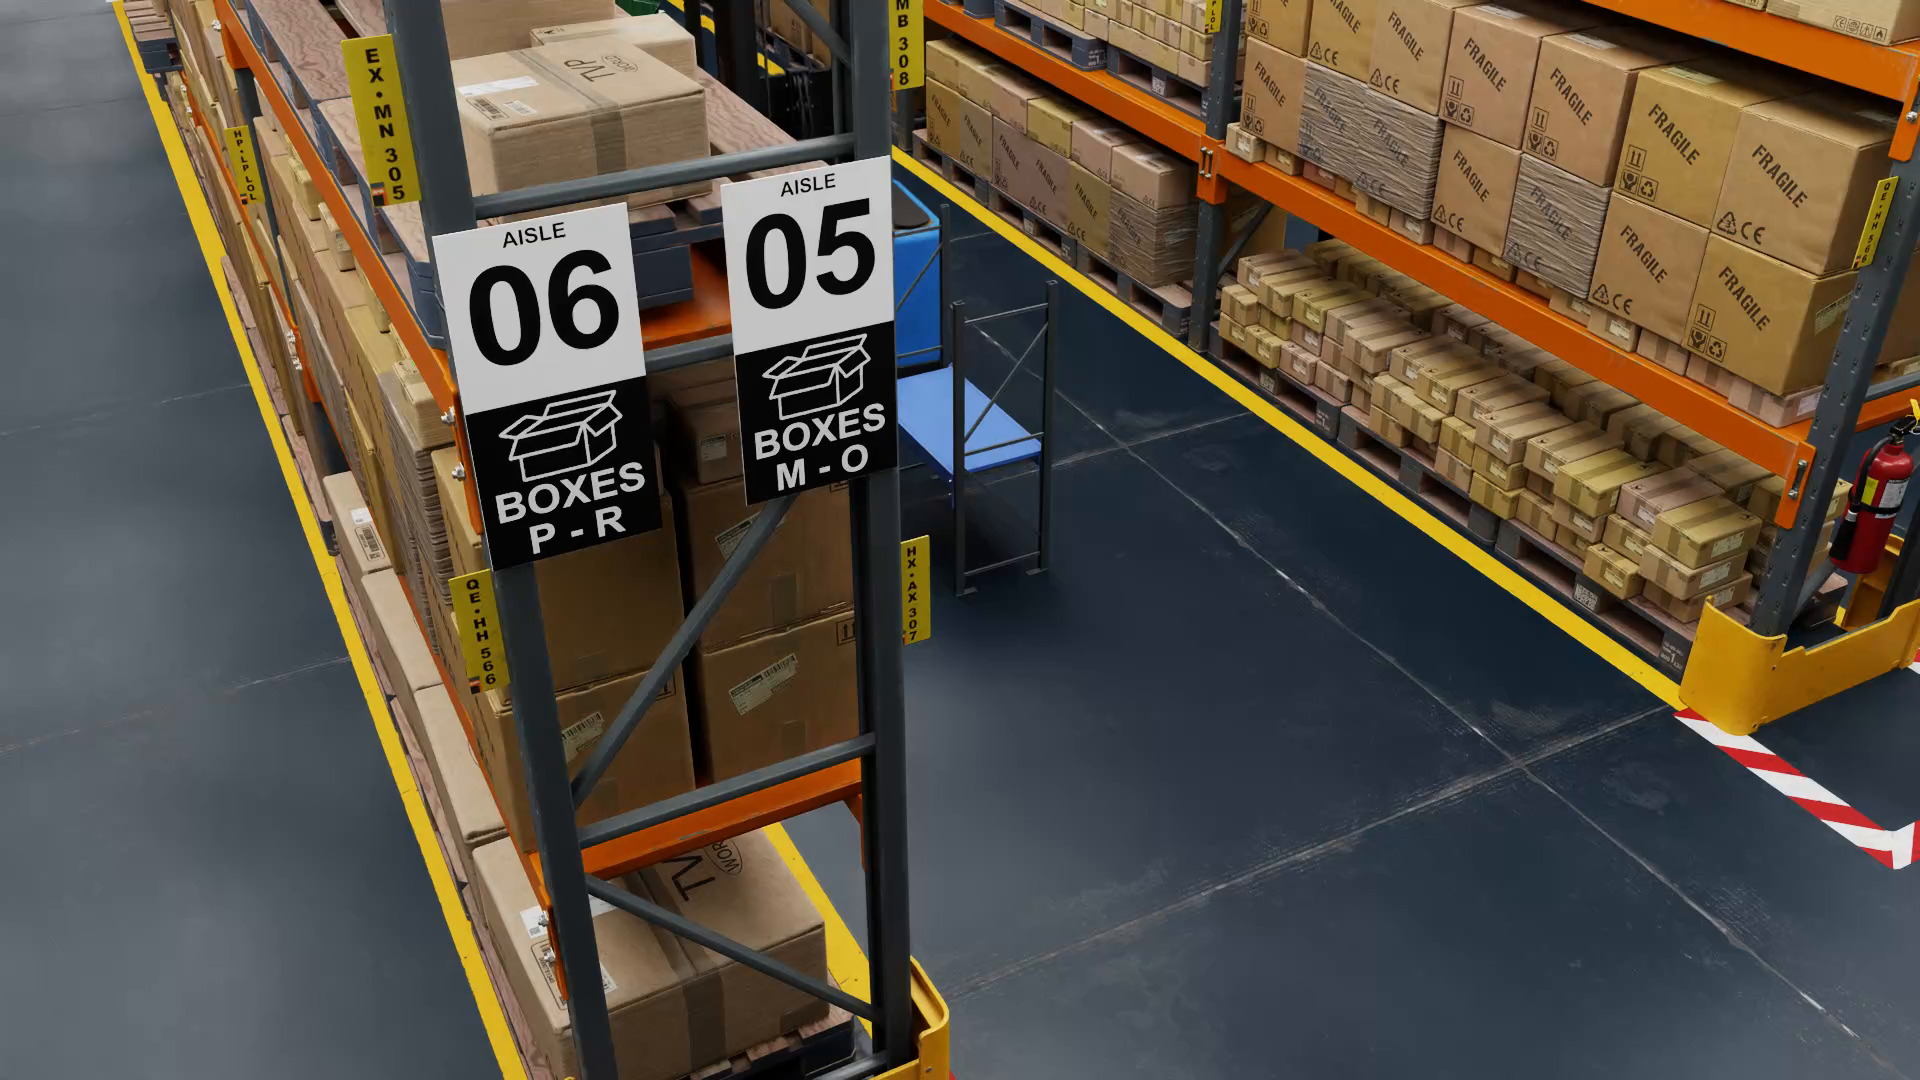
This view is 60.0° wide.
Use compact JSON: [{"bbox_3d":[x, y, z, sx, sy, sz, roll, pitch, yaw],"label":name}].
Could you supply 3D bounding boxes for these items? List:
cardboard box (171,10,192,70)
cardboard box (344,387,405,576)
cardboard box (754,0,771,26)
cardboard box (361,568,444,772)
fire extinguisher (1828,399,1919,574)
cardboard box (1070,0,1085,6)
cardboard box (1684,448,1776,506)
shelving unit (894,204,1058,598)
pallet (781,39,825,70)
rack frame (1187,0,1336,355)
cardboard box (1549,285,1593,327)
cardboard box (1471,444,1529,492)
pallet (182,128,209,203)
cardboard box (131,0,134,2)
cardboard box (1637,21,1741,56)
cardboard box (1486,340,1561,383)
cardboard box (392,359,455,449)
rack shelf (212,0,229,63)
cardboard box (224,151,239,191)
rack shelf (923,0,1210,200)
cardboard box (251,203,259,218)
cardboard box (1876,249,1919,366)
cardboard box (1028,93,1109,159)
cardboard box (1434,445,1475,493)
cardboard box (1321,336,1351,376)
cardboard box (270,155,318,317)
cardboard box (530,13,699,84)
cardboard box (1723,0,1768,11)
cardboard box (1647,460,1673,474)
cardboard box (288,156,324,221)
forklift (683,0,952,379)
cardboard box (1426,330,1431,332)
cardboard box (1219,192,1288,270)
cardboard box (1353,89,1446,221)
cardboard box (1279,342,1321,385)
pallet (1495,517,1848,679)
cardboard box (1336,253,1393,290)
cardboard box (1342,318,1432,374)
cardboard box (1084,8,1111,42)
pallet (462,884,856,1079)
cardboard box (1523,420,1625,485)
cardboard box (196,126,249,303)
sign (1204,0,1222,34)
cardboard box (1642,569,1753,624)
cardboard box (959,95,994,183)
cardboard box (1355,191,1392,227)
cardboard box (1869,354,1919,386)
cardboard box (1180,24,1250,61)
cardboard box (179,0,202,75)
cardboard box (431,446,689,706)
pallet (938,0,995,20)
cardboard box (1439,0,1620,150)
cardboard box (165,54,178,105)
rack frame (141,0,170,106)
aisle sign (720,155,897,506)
[{"bbox_3d":[-4.331,-2.990,9.811,0.500,0.250,0.500,-16,36,-23],"label":"cardboard box"},{"bbox_3d":[-1.799,-0.264,5.788,0.500,0.500,0.500,-15,35,-22],"label":"cardboard box"},{"bbox_3d":[-1.512,-5.304,15.445,1.050,0.750,0.750,-16,36,-23],"label":"cardboard box"},{"bbox_3d":[-1.868,0.418,6.802,0.875,0.438,0.875,-17,36,-24],"label":"cardboard box"},{"bbox_3d":[3.423,-0.196,6.192,0.296,0.674,0.183,-16,36,-23],"label":"fire extinguisher"},{"bbox_3d":[0.870,-3.495,10.493,0.380,0.149,0.250,-16,36,-23],"label":"cardboard box"},{"bbox_3d":[3.535,-0.285,7.617,0.380,0.149,0.250,-15,36,-22],"label":"cardboard box"},{"bbox_3d":[-0.040,-0.672,7.909,0.538,1.500,1.048,-16,36,-23],"label":"shelving unit"},{"bbox_3d":[-0.882,-4.242,14.676,1.003,0.211,1.213,-16,36,-23],"label":"pallet"},{"bbox_3d":[1.849,-2.531,9.419,1.000,3.000,0.127,-16,36,-23],"label":"rack frame"},{"bbox_3d":[2.862,-1.093,7.409,0.380,0.149,0.250,-18,37,-25],"label":"cardboard box"},{"bbox_3d":[2.718,-0.395,8.063,0.380,0.149,0.250,-15,36,-22],"label":"cardboard box"},{"bbox_3d":[-5.276,-2.927,12.623,1.003,0.211,1.213,-16,36,-23],"label":"pallet"},{"bbox_3d":[-7.204,-5.090,14.879,0.500,0.500,0.500,-14,35,-21],"label":"cardboard box"},{"bbox_3d":[3.275,-1.984,7.271,0.500,0.500,0.500,-17,36,-24],"label":"cardboard box"},{"bbox_3d":[2.937,-0.903,8.581,0.380,0.149,0.250,-16,36,-23],"label":"cardboard box"},{"bbox_3d":[-1.297,-0.403,4.477,0.380,0.149,0.250,-16,36,-24],"label":"cardboard box"},{"bbox_3d":[-3.416,-3.152,8.275,1.077,0.370,4.000,-16,36,-23],"label":"rack shelf"},{"bbox_3d":[-3.615,-2.059,8.823,0.500,0.250,0.500,-16,36,-23],"label":"cardboard box"},{"bbox_3d":[0.916,-3.182,11.103,1.077,0.370,4.000,-16,36,-23],"label":"rack shelf"},{"bbox_3d":[-3.144,-1.771,7.909,0.500,0.250,0.500,-15,36,-22],"label":"cardboard box"},{"bbox_3d":[3.749,-1.073,6.775,0.500,0.500,0.500,-14,35,-21],"label":"cardboard box"},{"bbox_3d":[0.791,-2.760,11.010,0.500,0.250,0.500,-18,37,-25],"label":"cardboard box"},{"bbox_3d":[2.616,-0.398,8.344,0.380,0.149,0.250,-15,36,-22],"label":"cardboard box"},{"bbox_3d":[2.201,-1.044,9.076,0.380,0.149,0.250,-18,37,-25],"label":"cardboard box"},{"bbox_3d":[-2.246,-1.170,6.276,0.500,0.500,0.500,-16,36,-24],"label":"cardboard box"},{"bbox_3d":[-0.922,-1.282,4.440,0.380,0.149,0.250,-15,35,-21],"label":"cardboard box"},{"bbox_3d":[3.023,-2.214,6.283,0.500,0.250,0.500,-16,36,-23],"label":"cardboard box"},{"bbox_3d":[3.426,-0.277,7.880,0.380,0.149,0.250,-15,36,-23],"label":"cardboard box"},{"bbox_3d":[-2.116,-1.260,5.815,0.380,0.149,0.250,-17,36,-24],"label":"cardboard box"},{"bbox_3d":[-1.076,-2.637,9.649,1.130,2.935,3.031,-13,35,-19],"label":"forklift"},{"bbox_3d":[2.584,-1.168,9.270,0.380,0.149,0.250,-16,36,-23],"label":"cardboard box"},{"bbox_3d":[1.739,-2.074,10.635,0.500,0.500,0.500,-14,35,-21],"label":"cardboard box"},{"bbox_3d":[2.297,-1.914,8.089,0.500,0.500,0.500,-17,36,-24],"label":"cardboard box"},{"bbox_3d":[2.020,-1.020,9.315,0.380,0.149,0.250,-16,36,-23],"label":"cardboard box"},{"bbox_3d":[3.331,0.120,7.868,1.003,0.211,1.213,-16,36,-23],"label":"pallet"},{"bbox_3d":[2.399,-1.541,9.577,0.380,0.149,0.250,-15,36,-23],"label":"cardboard box"},{"bbox_3d":[2.252,-1.026,8.772,0.380,0.149,0.250,-15,36,-22],"label":"cardboard box"},{"bbox_3d":[1.001,-3.236,10.363,0.380,0.149,0.250,-17,37,-25],"label":"cardboard box"},{"bbox_3d":[-1.060,1.484,5.738,1.003,0.211,1.213,-16,36,-23],"label":"pallet"},{"bbox_3d":[2.878,-0.403,7.800,0.380,0.149,0.250,-17,37,-25],"label":"cardboard box"},{"bbox_3d":[-4.100,-2.078,10.293,0.875,0.875,0.875,-16,36,-24],"label":"cardboard box"},{"bbox_3d":[1.359,-2.877,8.886,0.100,0.325,0.005,-16,36,-23],"label":"sign"},{"bbox_3d":[3.284,0.203,7.406,0.380,0.149,0.250,-15,36,-22],"label":"cardboard box"},{"bbox_3d":[0.325,-2.923,11.960,0.500,0.500,0.500,-15,36,-23],"label":"cardboard box"},{"bbox_3d":[2.229,-1.721,8.388,0.380,0.149,0.250,-15,36,-22],"label":"cardboard box"},{"bbox_3d":[3.853,-0.753,6.877,0.380,0.149,0.250,-16,36,-23],"label":"cardboard box"},{"bbox_3d":[1.488,-2.867,9.512,0.380,0.149,0.250,-15,35,-22],"label":"cardboard box"},{"bbox_3d":[-3.867,-2.827,8.863,0.500,0.500,0.500,-15,36,-22],"label":"cardboard box"},{"bbox_3d":[-1.054,0.038,4.390,0.500,0.500,0.500,-15,35,-22],"label":"cardboard box"},{"bbox_3d":[0.410,-4.045,11.962,1.213,0.211,1.003,-16,36,-23],"label":"pallet"},{"bbox_3d":[2.544,-2.105,7.460,0.500,0.500,0.500,-17,36,-25],"label":"cardboard box"},{"bbox_3d":[-5.967,-3.876,13.566,0.950,0.372,0.625,-15,36,-23],"label":"cardboard box"},{"bbox_3d":[-6.213,-5.055,13.360,1.000,3.000,0.127,-16,36,-23],"label":"rack frame"},{"bbox_3d":[-0.328,-0.462,3.780,0.394,0.787,0.004,-16,36,-23],"label":"aisle sign"}]
